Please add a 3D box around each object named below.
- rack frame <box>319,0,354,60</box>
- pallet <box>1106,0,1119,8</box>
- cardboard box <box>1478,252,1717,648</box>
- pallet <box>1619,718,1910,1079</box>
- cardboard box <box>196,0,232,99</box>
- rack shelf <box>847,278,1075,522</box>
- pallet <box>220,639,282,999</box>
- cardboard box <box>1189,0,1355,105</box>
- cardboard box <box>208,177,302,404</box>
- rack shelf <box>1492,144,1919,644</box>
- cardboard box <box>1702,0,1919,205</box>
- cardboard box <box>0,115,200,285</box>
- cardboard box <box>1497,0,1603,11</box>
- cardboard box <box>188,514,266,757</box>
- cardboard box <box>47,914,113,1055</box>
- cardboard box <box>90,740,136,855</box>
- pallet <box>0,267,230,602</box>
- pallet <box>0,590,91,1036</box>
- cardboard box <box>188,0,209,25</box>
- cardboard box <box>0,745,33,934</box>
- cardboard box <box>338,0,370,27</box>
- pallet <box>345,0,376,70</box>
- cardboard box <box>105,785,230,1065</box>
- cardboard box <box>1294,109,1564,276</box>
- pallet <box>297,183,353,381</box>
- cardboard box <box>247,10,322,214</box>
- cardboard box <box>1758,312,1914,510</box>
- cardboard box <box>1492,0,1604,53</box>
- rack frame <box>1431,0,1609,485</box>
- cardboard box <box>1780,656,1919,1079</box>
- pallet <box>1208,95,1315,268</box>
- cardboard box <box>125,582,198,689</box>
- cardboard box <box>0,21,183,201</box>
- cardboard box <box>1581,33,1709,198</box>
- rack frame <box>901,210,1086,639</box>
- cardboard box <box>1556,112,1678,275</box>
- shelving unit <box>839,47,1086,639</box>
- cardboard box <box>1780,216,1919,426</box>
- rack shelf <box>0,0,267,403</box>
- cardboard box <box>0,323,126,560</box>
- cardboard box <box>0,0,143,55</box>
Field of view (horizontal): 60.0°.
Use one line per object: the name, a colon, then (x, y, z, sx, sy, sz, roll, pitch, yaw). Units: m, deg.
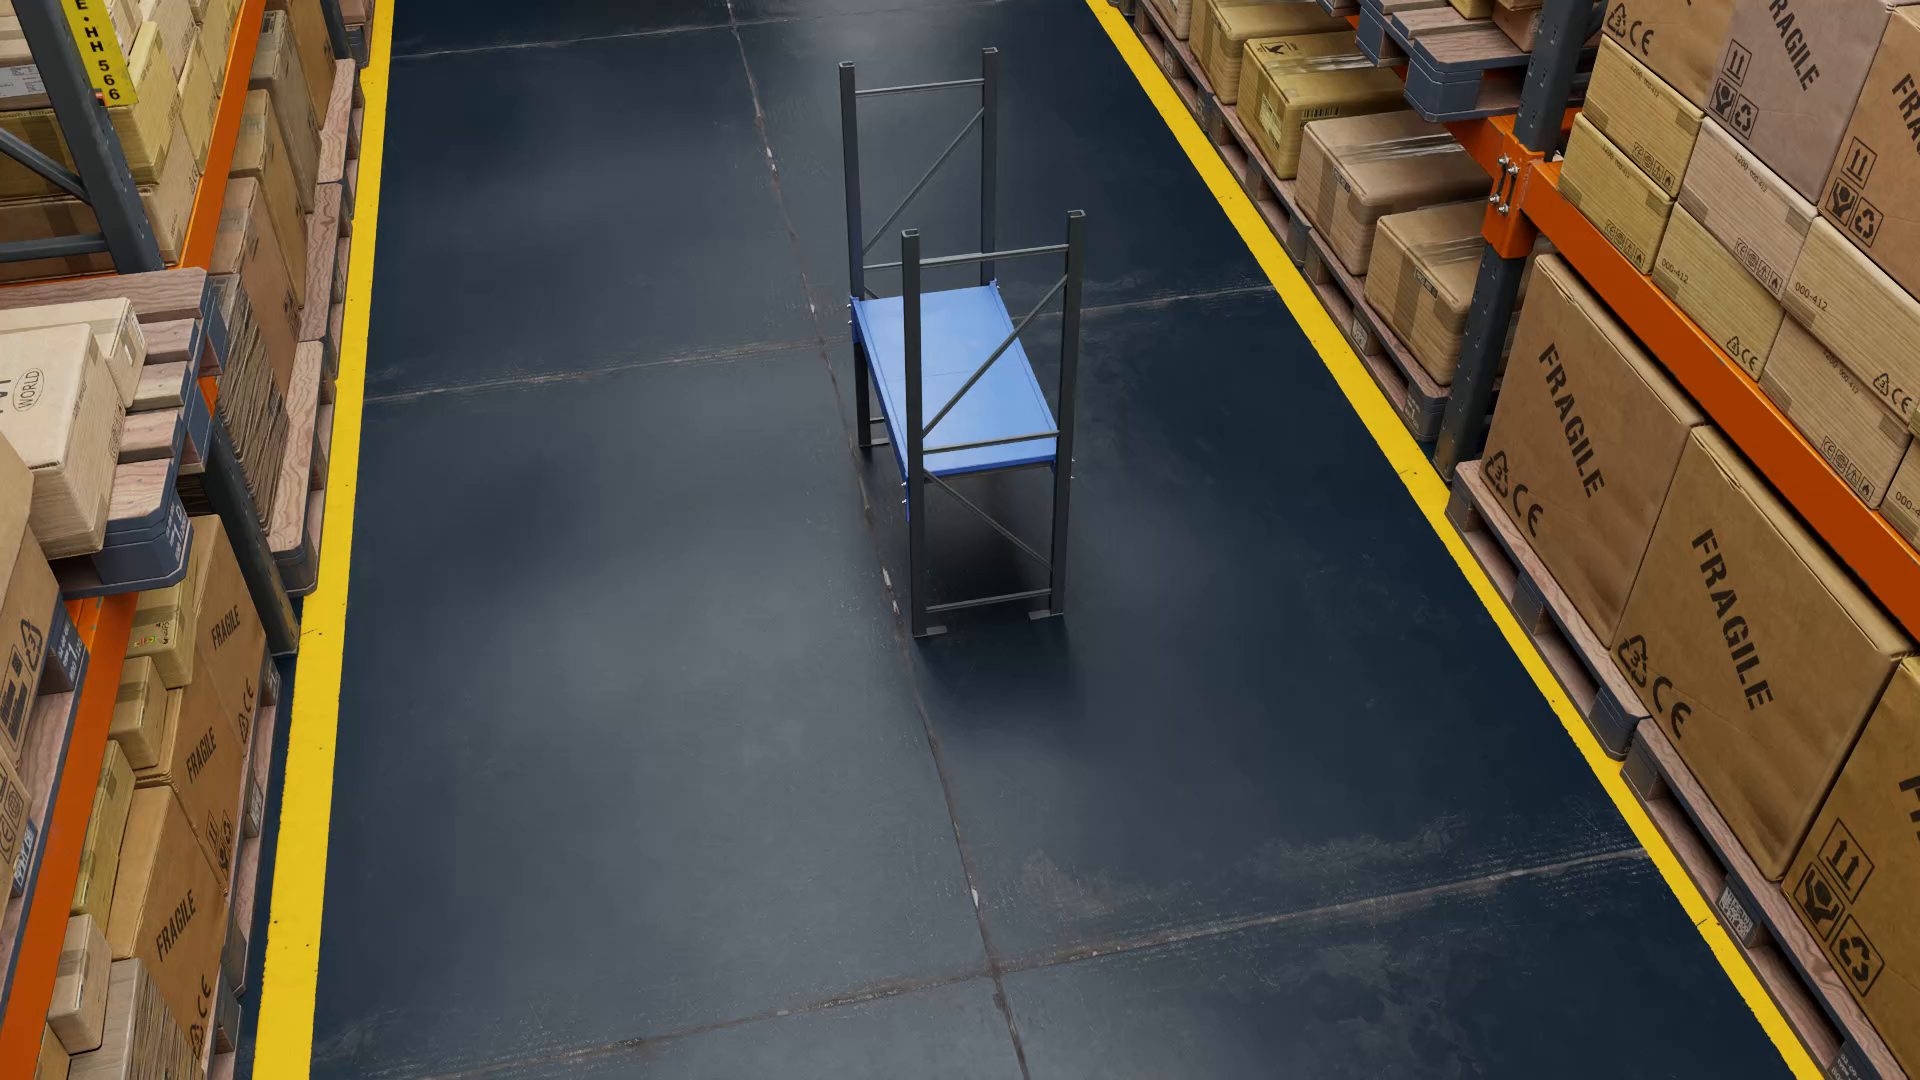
rack frame: (-3.489, -3.312, 7.221, 1.000, 3.000, 0.127, -8, 42, -9)
pallet: (1.178, -3.413, 9.436, 1.003, 0.211, 1.213, -8, 42, -9)
cardboard box: (2.289, -0.336, 5.153, 0.875, 0.875, 0.875, -9, 42, -10)
pallet: (2.577, 0.921, 4.553, 1.003, 0.211, 1.213, -8, 42, -9)
cardboard box: (-2.704, -1.645, 5.457, 0.500, 0.250, 0.500, -10, 42, -11)
rack shelf: (-0.018, -0.482, 5.434, 0.538, 0.185, 1.000, -8, 42, -9)
pallet: (-2.501, 0.813, 4.675, 1.003, 0.211, 1.213, -8, 42, -9)
cardboard box: (1.631, -2.395, 7.851, 0.950, 0.372, 0.625, -6, 42, -7)
cardboard box: (-2.895, -0.817, 5.883, 0.875, 0.625, 0.625, -7, 42, -8)
rack shelf: (2.652, 0.133, 3.883, 1.077, 0.370, 4.000, -8, 42, -9)
cardboard box: (2.205, -1.169, 3.979, 0.500, 0.500, 0.500, -8, 42, -9)
cardboard box: (-2.482, -0.986, 4.714, 0.500, 0.250, 0.500, -8, 42, -9)
cardboard box: (1.851, -1.993, 5.120, 0.500, 0.500, 0.500, -9, 42, -11)
cardboard box: (-2.324, 0.302, 4.717, 0.500, 0.500, 0.500, -7, 42, -8)
cardboard box: (-2.013, 0.963, 3.483, 0.380, 0.149, 0.250, -10, 43, -11)
cardboard box: (-2.156, 0.627, 3.862, 0.380, 0.149, 0.250, -7, 42, -8)
pallet: (-2.410, -0.218, 3.881, 1.213, 0.211, 1.003, -8, 42, -9)
pallet: (-2.201, 0.613, 2.945, 1.003, 0.211, 1.213, -8, 42, -9)
cardboard box: (-2.685, -1.839, 5.299, 0.500, 0.250, 0.500, -9, 42, -10)
cardboard box: (-1.929, 0.489, 2.548, 0.700, 0.500, 0.500, -9, 42, -10)
cardboard box: (-3.270, -2.802, 8.402, 0.500, 0.250, 0.500, -8, 42, -9)
pallet: (-3.619, -2.791, 8.735, 1.003, 0.211, 1.213, -8, 42, -9)
cardboard box: (-2.111, 0.967, 3.968, 0.500, 0.500, 0.500, -7, 42, -7)
cardboard box: (1.941, -1.452, 6.789, 0.950, 0.372, 0.625, -9, 42, -10)
pallet: (-3.025, -1.005, 6.723, 1.003, 0.211, 1.213, -8, 42, -9)
cardboard box: (-3.205, -1.740, 6.923, 0.875, 0.625, 0.625, -9, 42, -10)
cardboard box: (2.316, -0.352, 4.000, 0.500, 0.250, 0.500, -7, 42, -8)
cardboard box: (1.920, -1.675, 5.250, 0.380, 0.149, 0.250, -7, 42, -8)
rack frame: (2.221, -1.433, 5.105, 1.000, 3.000, 0.127, -8, 42, -9)
cardboard box: (2.669, 0.823, 3.848, 0.875, 0.875, 0.875, -7, 42, -8)
pallet: (1.793, -1.686, 7.490, 1.003, 0.211, 1.213, -8, 42, -9)
cardboard box: (-2.182, 0.272, 4.262, 0.380, 0.149, 0.250, -10, 43, -12)
cardboard box: (-2.458, -1.176, 4.552, 0.500, 0.250, 0.500, -8, 42, -9)
cardboard box: (2.089, -1.200, 4.578, 0.500, 0.250, 0.500, -9, 42, -10)
rack frame: (0.091, -0.287, 4.943, 0.500, 1.500, 0.032, -8, 42, -9)
cardboard box: (2.081, -1.023, 4.756, 0.500, 0.250, 0.500, -9, 42, -10)
shelving unit: (-0.018, -0.616, 5.314, 0.538, 1.500, 1.048, -8, 42, -9)
cardboard box: (2.295, -0.540, 3.835, 0.500, 0.250, 0.500, -8, 42, -9)
rack shelf: (-3.057, -1.746, 6.000, 1.077, 0.370, 4.000, -8, 42, -9)
cardboard box: (-2.082, -0.183, 3.493, 0.500, 0.250, 0.500, -10, 43, -11)
cardboard box: (-2.465, -1.421, 4.527, 0.380, 0.149, 0.250, -7, 42, -8)
